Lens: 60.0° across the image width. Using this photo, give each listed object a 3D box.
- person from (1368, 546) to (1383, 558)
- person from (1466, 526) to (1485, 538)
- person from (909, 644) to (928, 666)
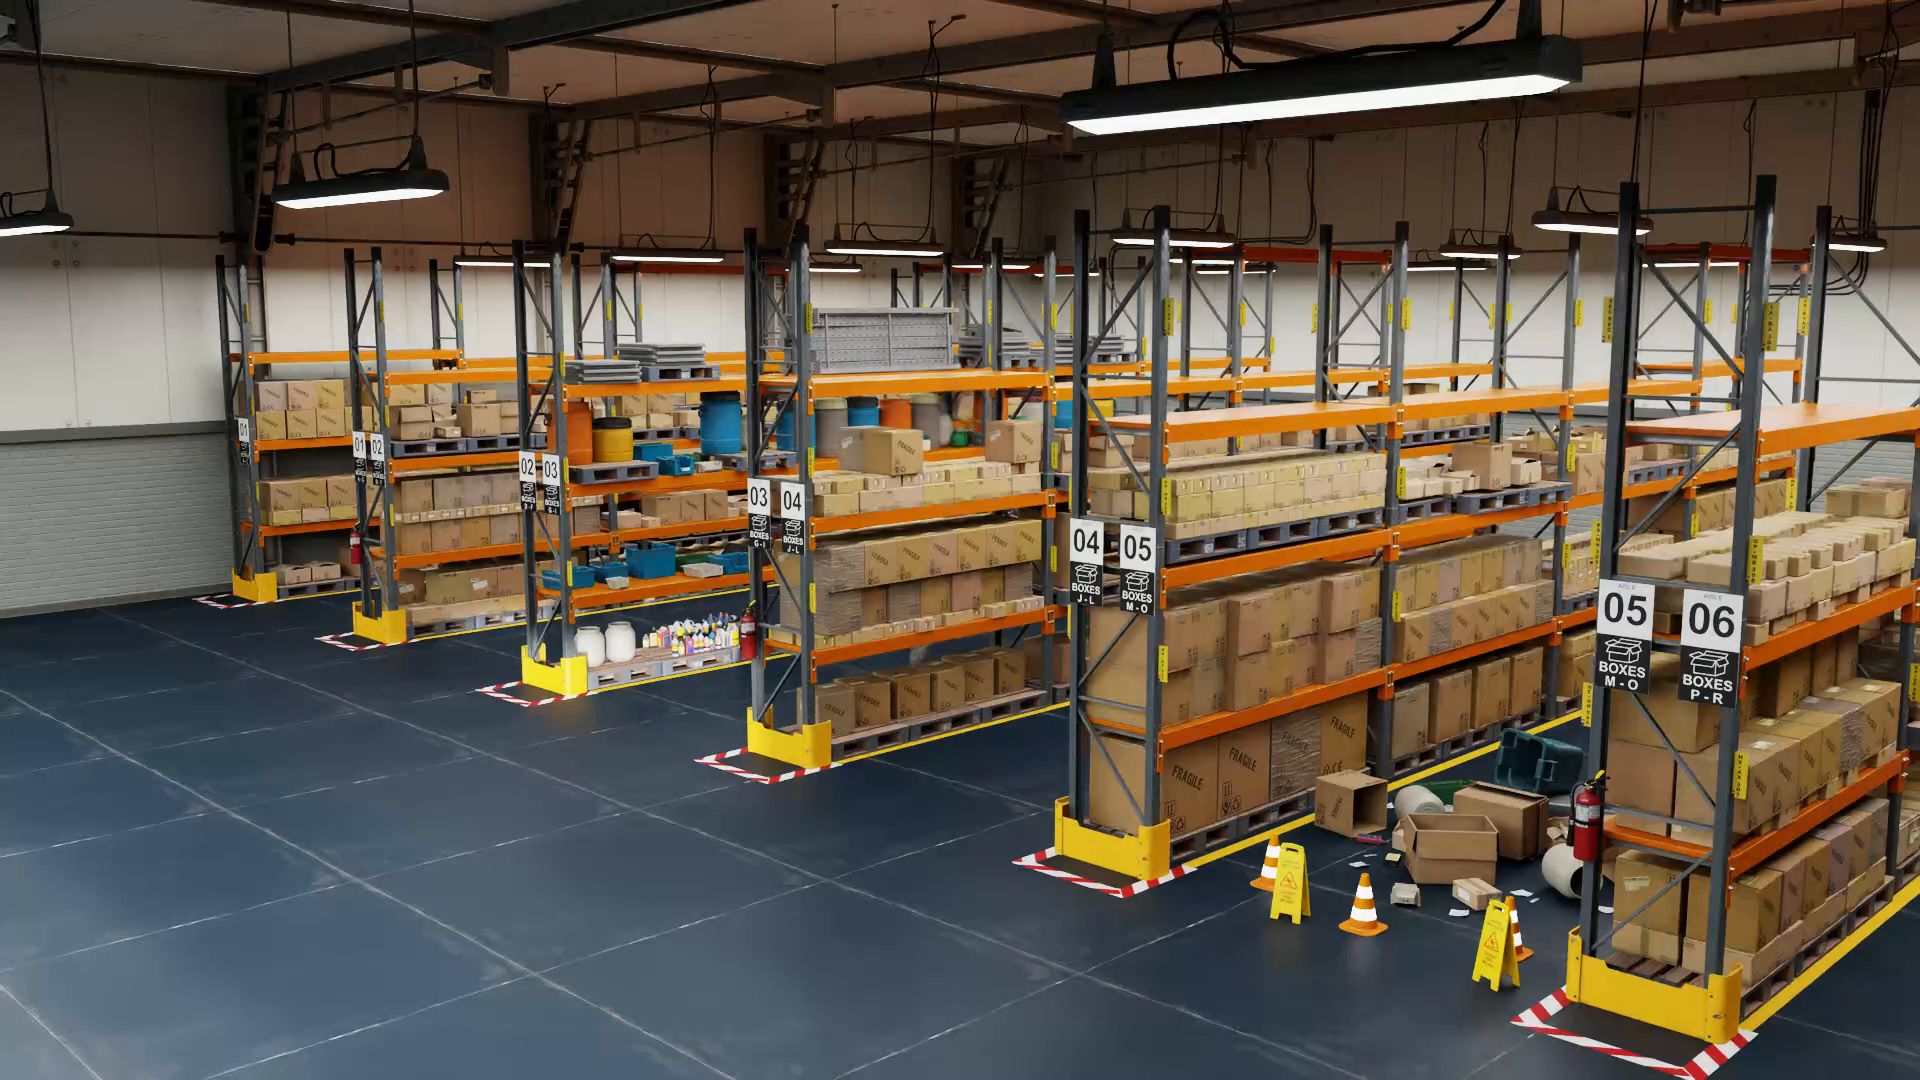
[{"bbox_3d":[6.436,0.846,24.991,0.671,1.693,1.019,6,10,36],"label":"person"},{"bbox_3d":[8.306,0.537,26.686,0.701,1.747,0.798,5,10,33],"label":"person"},{"bbox_3d":[-0.639,0.999,23.786,0.576,1.754,0.779,6,10,34],"label":"person"}]
